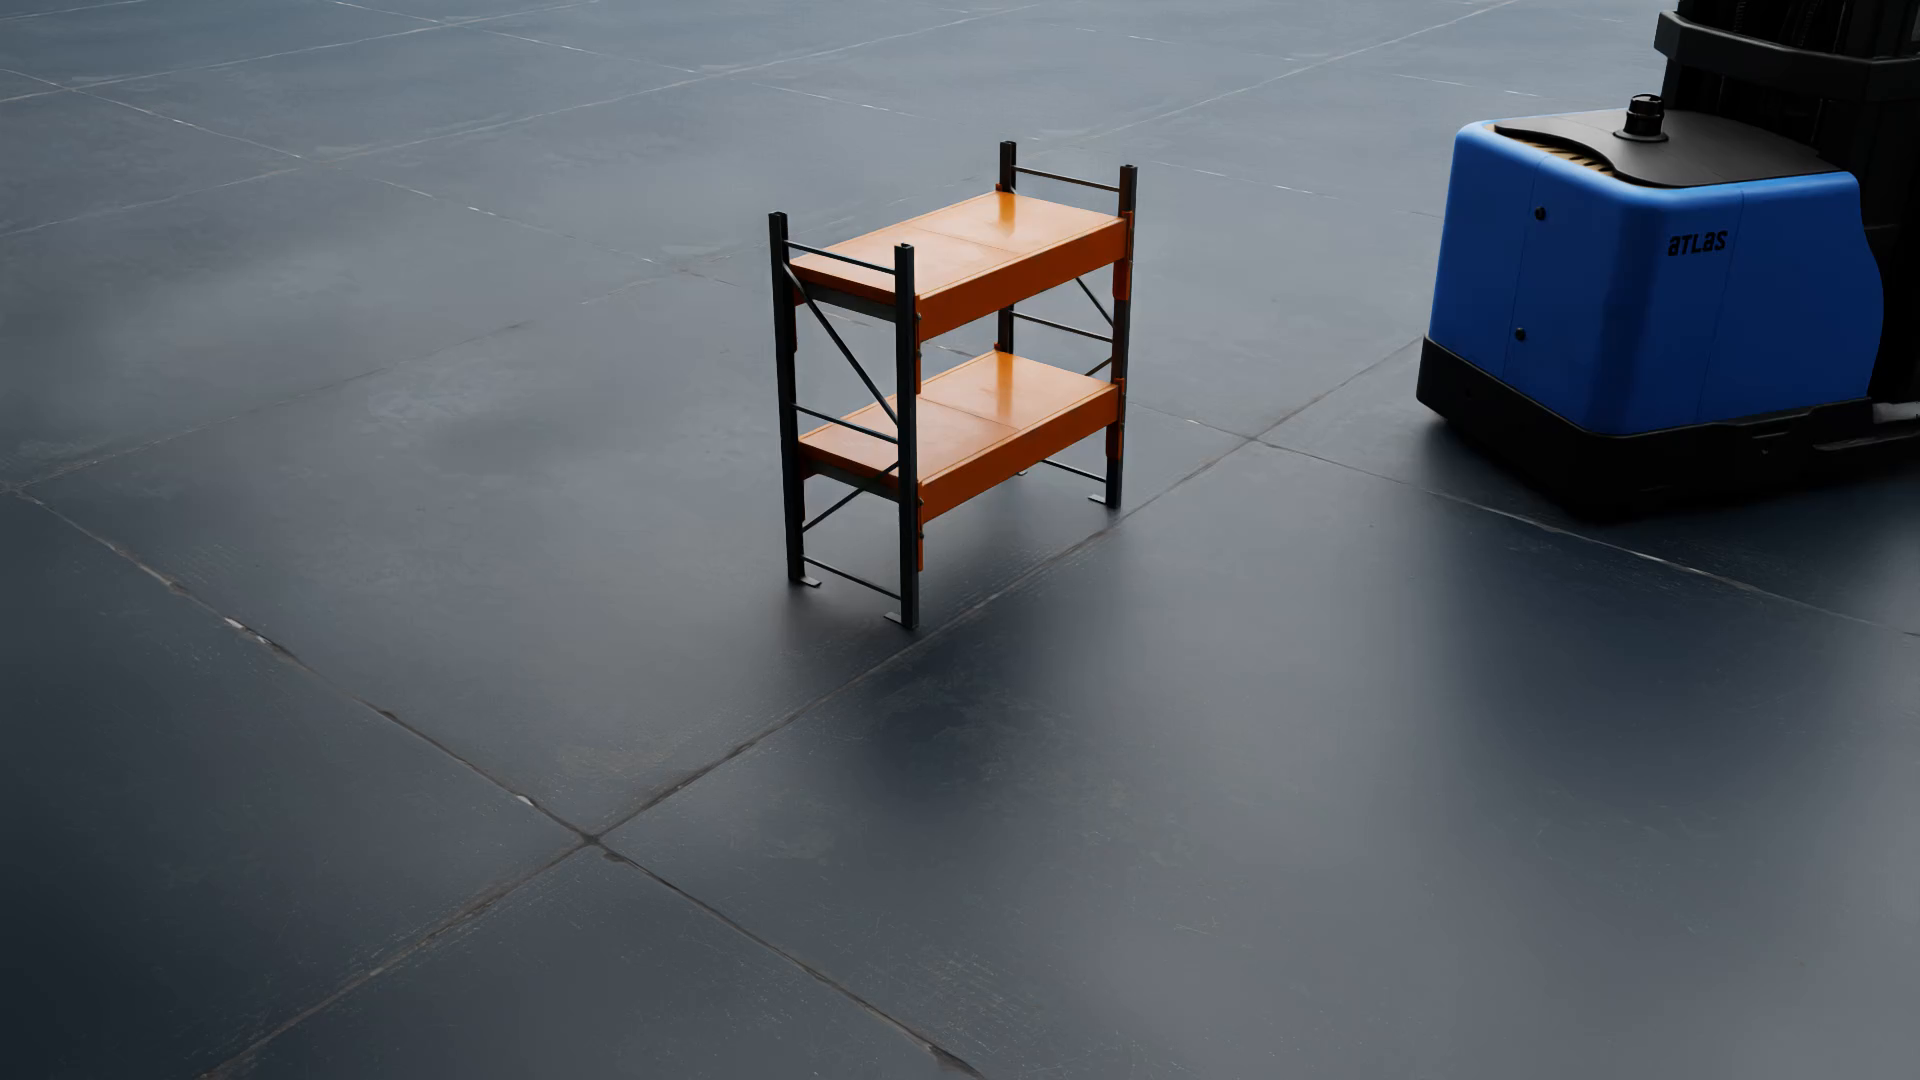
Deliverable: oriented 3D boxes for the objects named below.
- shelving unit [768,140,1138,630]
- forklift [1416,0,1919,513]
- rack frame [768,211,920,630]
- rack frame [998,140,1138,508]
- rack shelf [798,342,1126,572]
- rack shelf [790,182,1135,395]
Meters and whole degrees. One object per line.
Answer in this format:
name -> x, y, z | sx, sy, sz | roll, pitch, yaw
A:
shelving unit -> 0.004, -0.502, 4.996 | 0.538, 1.125, 1.048 | 21, 34, 34
forklift -> 3.247, -1.786, 5.513 | 3.031, 2.935, 1.130 | -9, 29, -17
rack frame -> -0.319, -0.322, 4.648 | 0.500, 1.125, 0.032 | 21, 34, 34
rack frame -> 0.328, -0.682, 5.345 | 0.500, 1.125, 0.032 | 21, 34, 34
rack shelf -> 0.004, -0.285, 5.109 | 0.538, 0.278, 1.000 | 21, 34, 34
rack shelf -> 0.004, -0.762, 4.862 | 0.538, 0.278, 1.000 | 21, 34, 34
